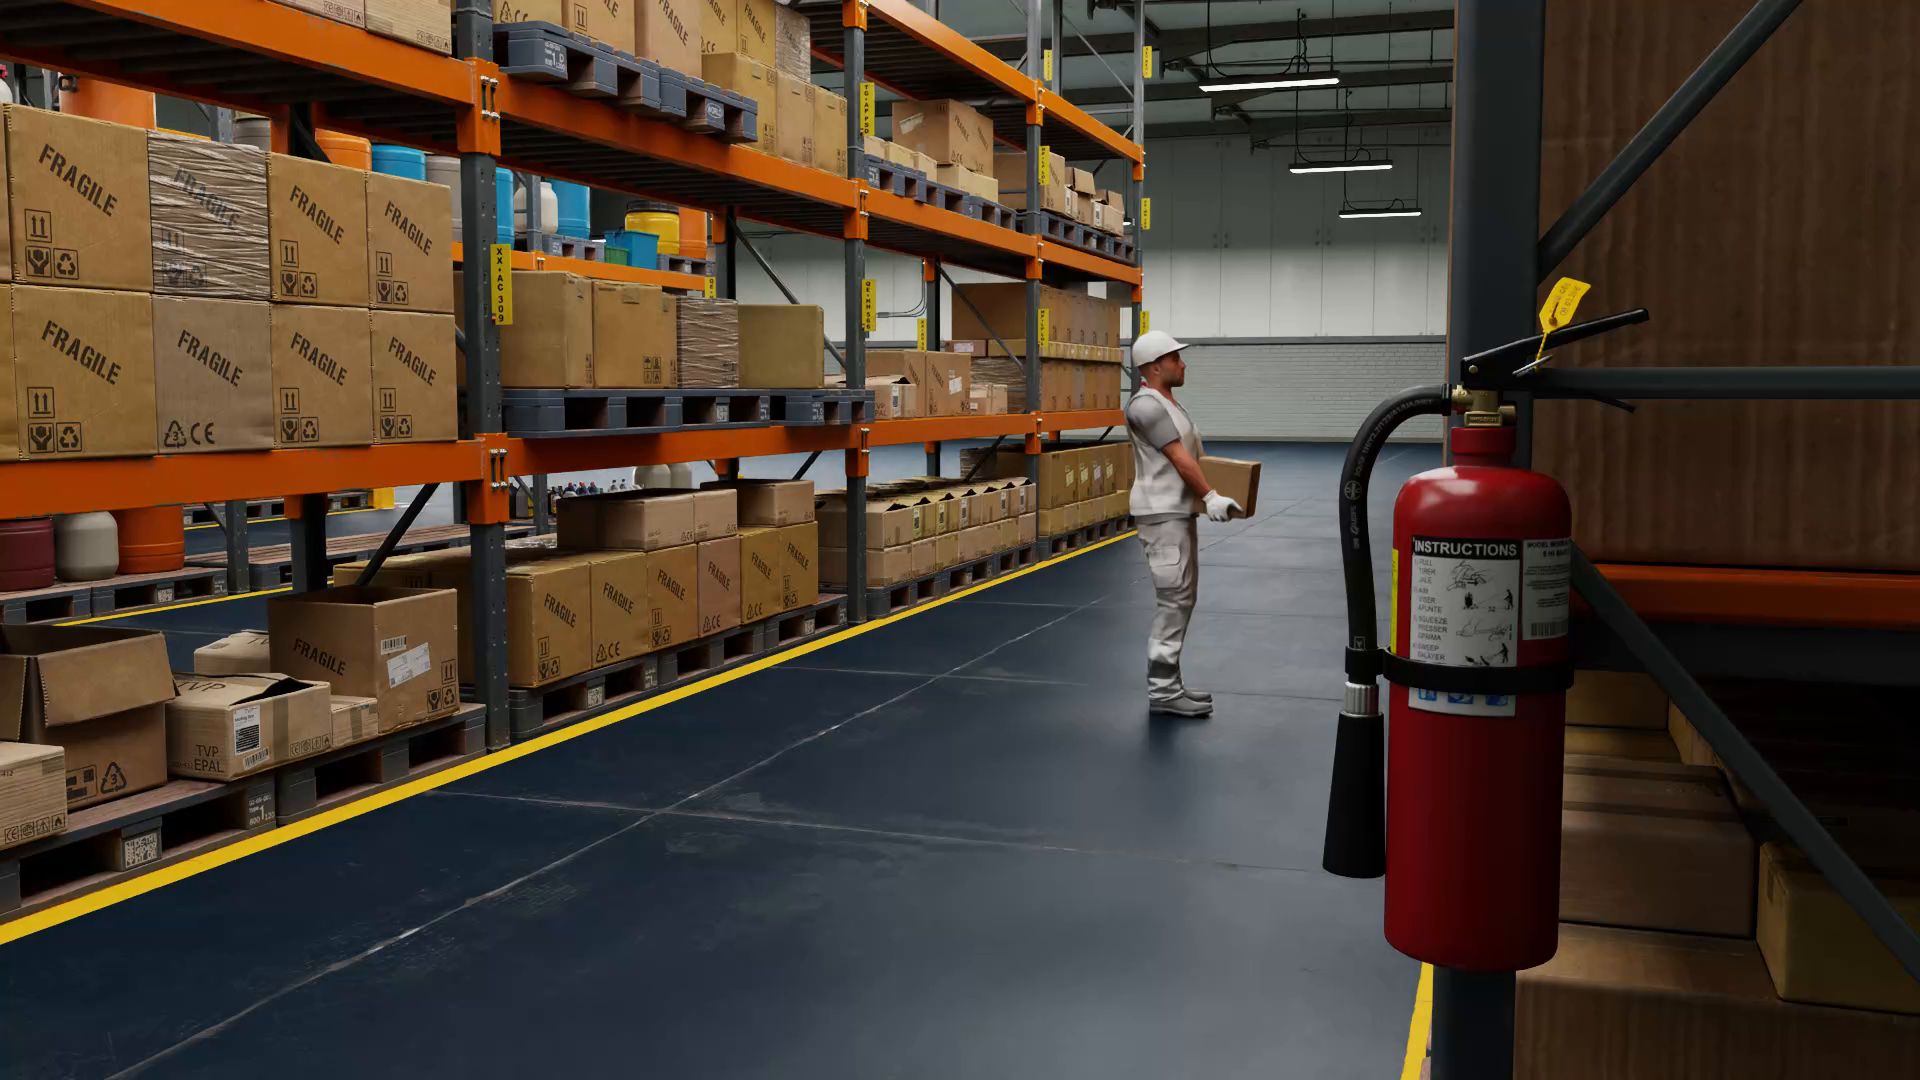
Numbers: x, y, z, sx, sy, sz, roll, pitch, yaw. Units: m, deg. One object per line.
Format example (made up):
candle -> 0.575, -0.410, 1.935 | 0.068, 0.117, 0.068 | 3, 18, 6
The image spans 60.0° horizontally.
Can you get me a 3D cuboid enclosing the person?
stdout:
person -> 1.068, -0.084, 7.775 | 0.561, 1.782, 0.494 | 2, 5, 20
